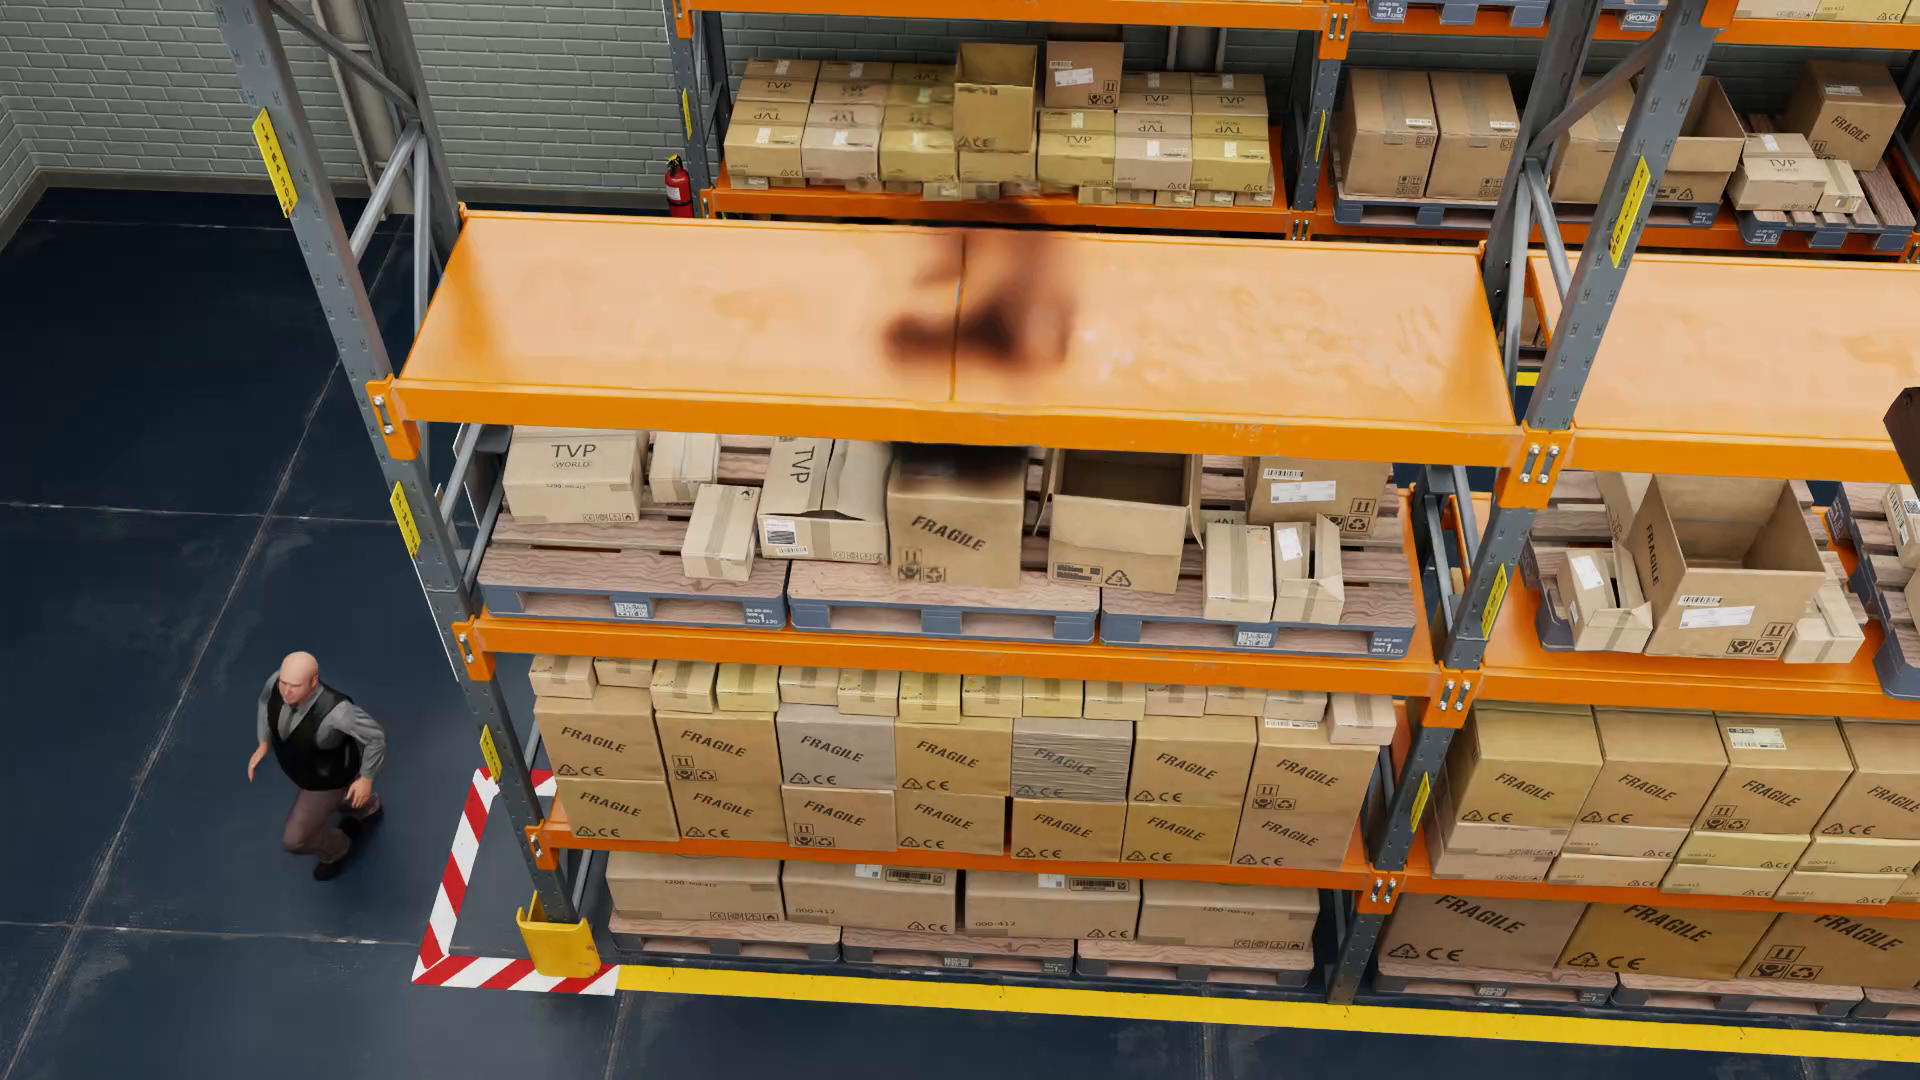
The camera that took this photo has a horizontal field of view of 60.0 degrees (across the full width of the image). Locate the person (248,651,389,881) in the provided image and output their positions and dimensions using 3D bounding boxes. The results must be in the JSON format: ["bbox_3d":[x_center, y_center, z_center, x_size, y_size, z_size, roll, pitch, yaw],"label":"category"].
[{"bbox_3d":[-3.309,1.206,8.544,0.703,1.711,0.627,32,55,26],"label":"person"}]
